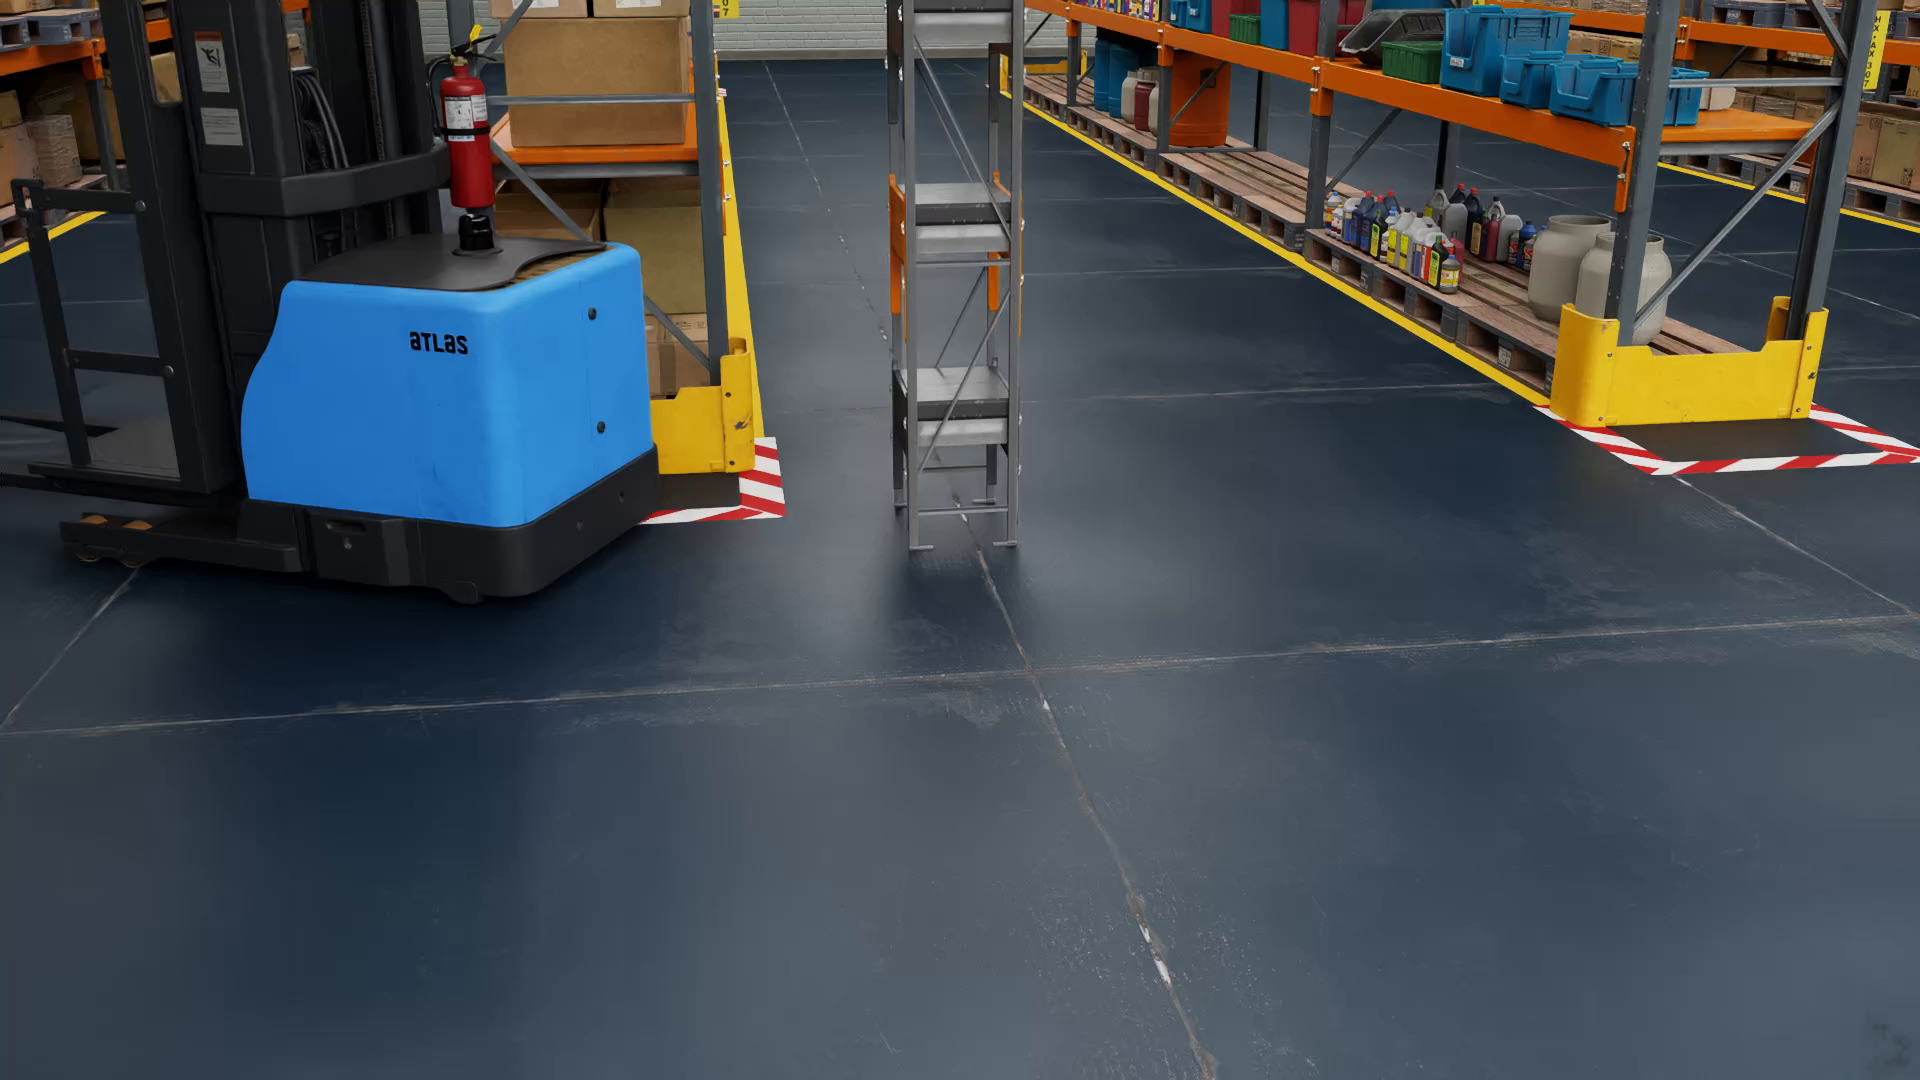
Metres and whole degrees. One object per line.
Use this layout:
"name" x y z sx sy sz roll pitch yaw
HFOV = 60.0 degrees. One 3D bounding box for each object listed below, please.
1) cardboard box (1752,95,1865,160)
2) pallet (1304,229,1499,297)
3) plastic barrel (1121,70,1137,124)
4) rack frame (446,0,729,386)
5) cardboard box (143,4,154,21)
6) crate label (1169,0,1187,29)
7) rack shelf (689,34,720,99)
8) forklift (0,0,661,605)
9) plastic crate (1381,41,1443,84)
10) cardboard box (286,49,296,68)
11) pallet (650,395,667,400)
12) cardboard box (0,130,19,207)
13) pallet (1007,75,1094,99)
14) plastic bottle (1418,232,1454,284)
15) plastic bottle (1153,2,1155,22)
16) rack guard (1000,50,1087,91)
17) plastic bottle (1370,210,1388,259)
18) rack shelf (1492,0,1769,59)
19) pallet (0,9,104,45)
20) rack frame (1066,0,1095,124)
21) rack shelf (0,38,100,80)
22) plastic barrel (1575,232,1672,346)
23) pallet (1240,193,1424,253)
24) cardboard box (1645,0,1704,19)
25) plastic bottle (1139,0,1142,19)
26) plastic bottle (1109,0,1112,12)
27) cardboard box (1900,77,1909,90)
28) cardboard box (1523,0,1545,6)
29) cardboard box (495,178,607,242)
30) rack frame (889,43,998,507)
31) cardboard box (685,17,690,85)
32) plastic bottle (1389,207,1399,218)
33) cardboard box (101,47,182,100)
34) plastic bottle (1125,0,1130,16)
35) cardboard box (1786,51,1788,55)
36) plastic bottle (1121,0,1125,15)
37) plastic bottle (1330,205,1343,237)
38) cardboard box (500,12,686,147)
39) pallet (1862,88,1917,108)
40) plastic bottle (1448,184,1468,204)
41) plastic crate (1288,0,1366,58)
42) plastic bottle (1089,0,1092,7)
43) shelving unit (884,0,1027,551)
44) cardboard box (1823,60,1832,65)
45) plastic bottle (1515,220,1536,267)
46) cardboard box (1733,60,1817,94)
"cardboard box" 7.393 -3.613 14.547 0.700 0.500 0.500 -5 21 -12
"pallet" 2.915 -1.825 10.800 1.003 0.211 1.213 -3 21 -8
"plastic barrel" 1.863 -4.533 17.020 0.421 0.512 0.421 0 20 0
"rack frame" -1.466 -1.732 6.567 1.000 3.000 0.127 -3 21 -8
"cardboard box" -7.571 -4.799 15.108 0.380 0.149 0.250 -3 21 -7
"crate label" 1.973 -4.508 14.237 0.303 0.233 0.416 -3 21 -8
"rack shelf" -2.331 -3.473 12.255 1.077 0.370 4.000 -3 21 -8
"forklift" -2.717 -1.441 5.885 3.031 2.935 1.130 6 21 16
"plastic crate" 2.776 -2.782 9.681 0.450 0.188 0.662 -3 21 -8
"cardboard box" -8.402 -5.636 19.992 0.700 0.500 0.500 -3 21 -8
"pallet" -1.618 -0.689 7.758 1.003 0.211 1.213 -3 21 -8
"cardboard box" -7.307 -2.685 12.061 0.700 0.500 0.500 -3 21 -8
"pallet" 1.210 -5.927 21.783 1.003 0.211 1.213 -3 21 -8
"plastic bottle" 2.728 -1.613 9.513 0.152 0.276 0.135 -3 21 -7
"plastic bottle" 1.804 -4.817 15.110 0.097 0.201 0.097 0 20 0
"rack guard" 1.113 -6.357 22.523 1.175 0.500 0.348 -3 21 -8
"plastic bottle" 2.575 -1.874 10.201 0.061 0.283 0.133 -2 21 -5
"rack shelf" 6.896 -5.356 17.297 1.077 0.370 4.000 -3 21 -8
"pallet" -7.313 -3.920 12.698 1.213 0.211 1.003 -3 21 -8
"rack frame" 1.706 -6.136 18.357 1.000 3.000 0.127 -3 21 -8
"rack shelf" -7.232 -3.222 11.583 1.077 0.370 4.000 -3 21 -8
"plastic barrel" 3.266 -1.236 8.194 0.421 0.512 0.421 0 20 0
"pallet" 2.708 -2.329 12.151 1.003 0.211 1.213 -3 21 -8
"cardboard box" 6.868 -5.206 15.724 0.500 0.500 0.500 -2 21 -6
"plastic bottle" 1.728 -4.998 15.595 0.097 0.201 0.097 0 20 0
"plastic bottle" 1.552 -5.453 16.714 0.097 0.271 0.097 0 20 0
"cardboard box" 11.796 -5.604 20.408 0.380 0.149 0.250 -4 21 -10
"cardboard box" 6.500 -6.086 18.082 0.500 0.500 0.500 -3 21 -8
"cardboard box" -1.997 -1.508 8.226 0.500 0.500 0.500 -3 21 -8
"rack frame" -0.059 -1.125 6.228 0.400 2.100 0.015 -3 21 -8
"cardboard box" -1.890 -2.829 9.359 0.700 0.500 0.500 -3 21 -8
"plastic bottle" 2.706 -1.949 10.419 0.097 0.271 0.097 0 20 0
"cardboard box" -7.744 -4.300 15.913 0.750 0.750 0.750 -2 21 -6
"plastic bottle" 1.638 -5.210 16.046 0.061 0.283 0.133 -3 21 -8
"cardboard box" 10.902 -6.472 21.882 0.380 0.149 0.250 -3 21 -7
"plastic bottle" 1.656 -5.299 16.187 0.144 0.351 0.185 -3 21 -8
"plastic bottle" 2.486 -2.093 10.905 0.097 0.201 0.097 0 20 0
"cardboard box" -1.521 -1.941 6.984 0.700 0.500 0.500 -3 21 -8
"pallet" 11.398 -5.525 20.707 1.003 0.211 1.213 -3 21 -8
"plastic bottle" 3.237 -2.123 10.769 0.144 0.351 0.185 -3 21 -9
"plastic crate" 2.487 -3.548 11.337 0.402 0.464 0.583 -3 21 -8
"plastic bottle" 1.449 -5.771 17.559 0.152 0.276 0.135 -3 21 -8
"shelving unit" -0.024 -1.041 6.002 0.431 2.100 0.503 -3 21 -8
"cardboard box" 11.124 -5.971 20.965 0.380 0.149 0.250 -3 21 -7
"plastic bottle" 3.390 -1.776 9.954 0.097 0.271 0.097 0 20 0
"cardboard box" 7.310 -4.156 14.930 0.500 0.250 0.500 -2 21 -6
